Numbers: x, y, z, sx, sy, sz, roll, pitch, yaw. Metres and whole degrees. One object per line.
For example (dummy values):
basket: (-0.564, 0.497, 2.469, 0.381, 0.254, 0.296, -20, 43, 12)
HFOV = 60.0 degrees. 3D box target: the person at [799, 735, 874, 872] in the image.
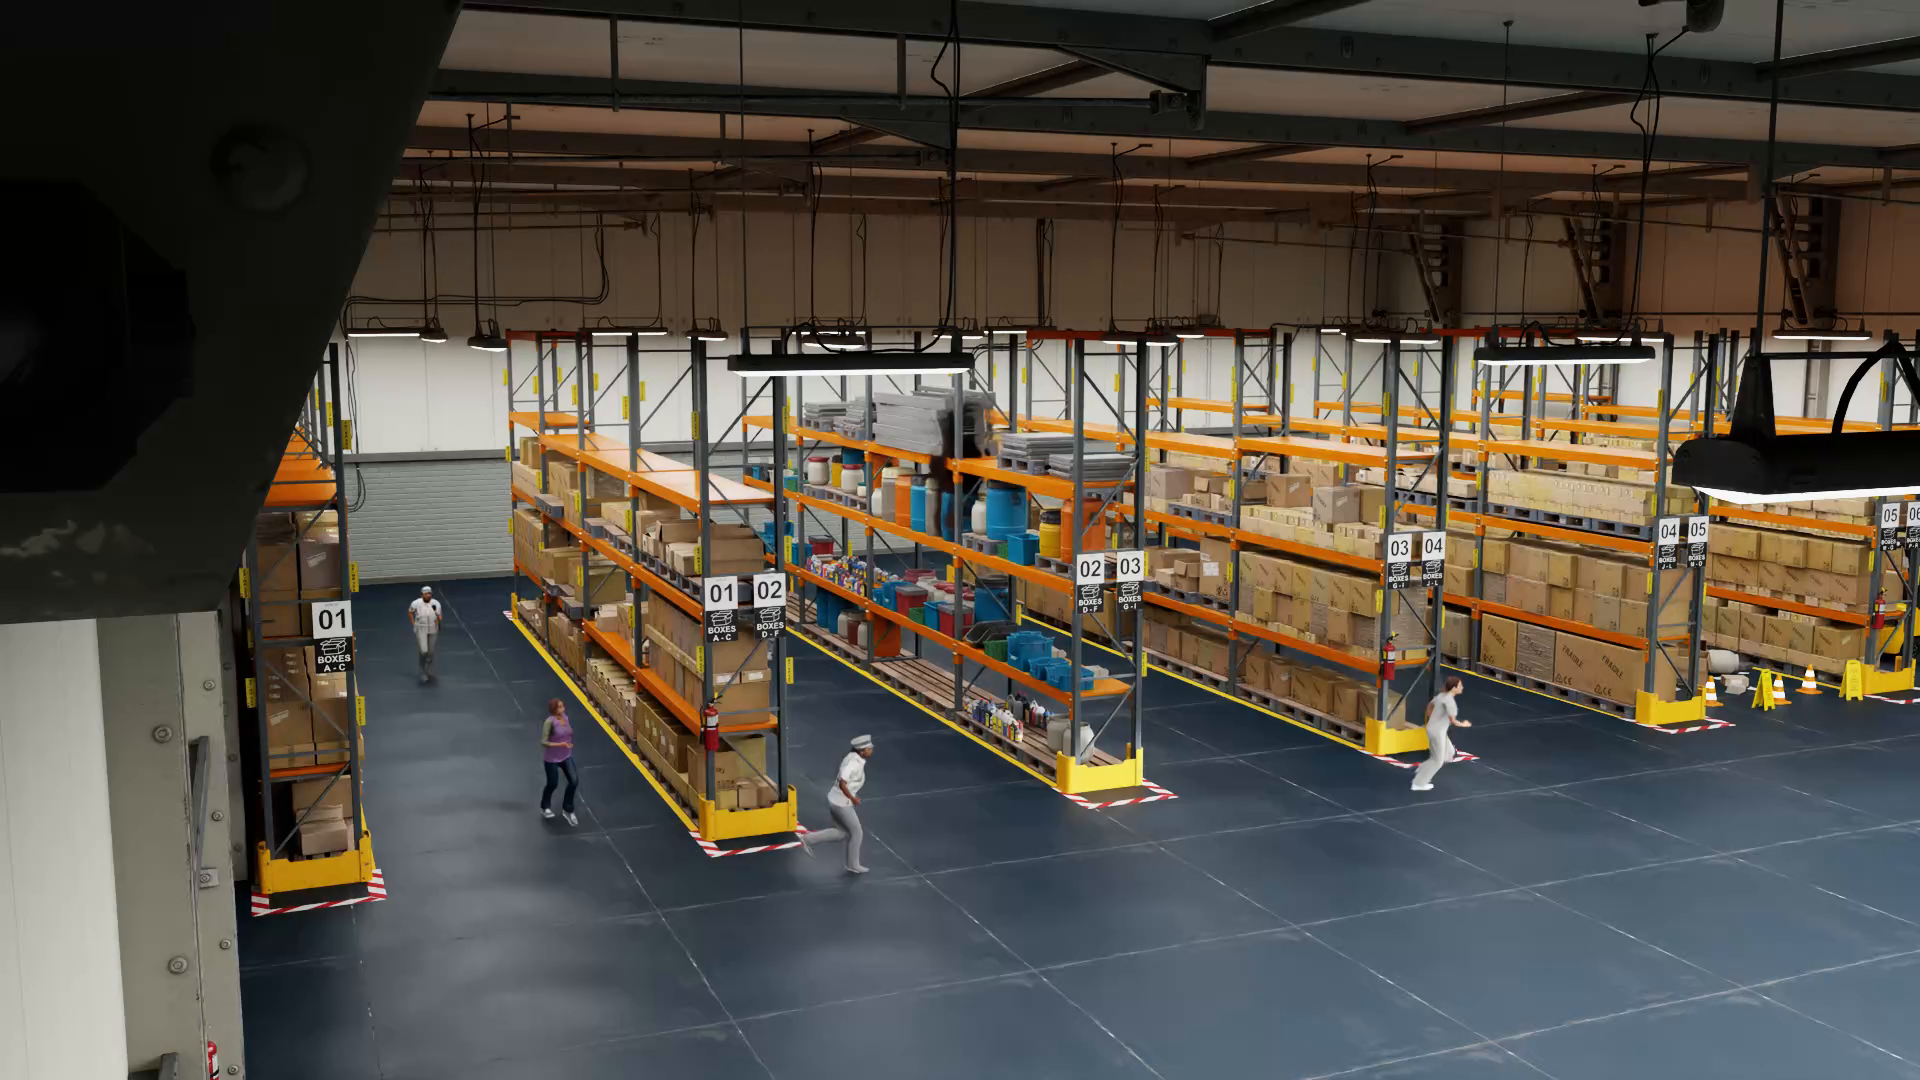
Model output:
person: (-1.400, 3.014, 18.834, 0.867, 1.633, 0.573, 0, 8, 3)

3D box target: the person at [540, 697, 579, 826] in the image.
person: (-4.999, 2.747, 20.633, 0.708, 1.631, 0.514, 7, 10, 42)

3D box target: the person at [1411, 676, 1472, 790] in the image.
person: (6.410, 2.563, 22.108, 0.756, 1.562, 0.557, 1, 8, 6)

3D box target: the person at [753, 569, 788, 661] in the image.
person: (-3.512, 1.343, 30.649, 0.682, 1.710, 0.812, -4, 9, -26)

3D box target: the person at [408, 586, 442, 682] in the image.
person: (-9.247, 1.619, 28.836, 0.522, 1.684, 0.797, -5, 9, -33)
